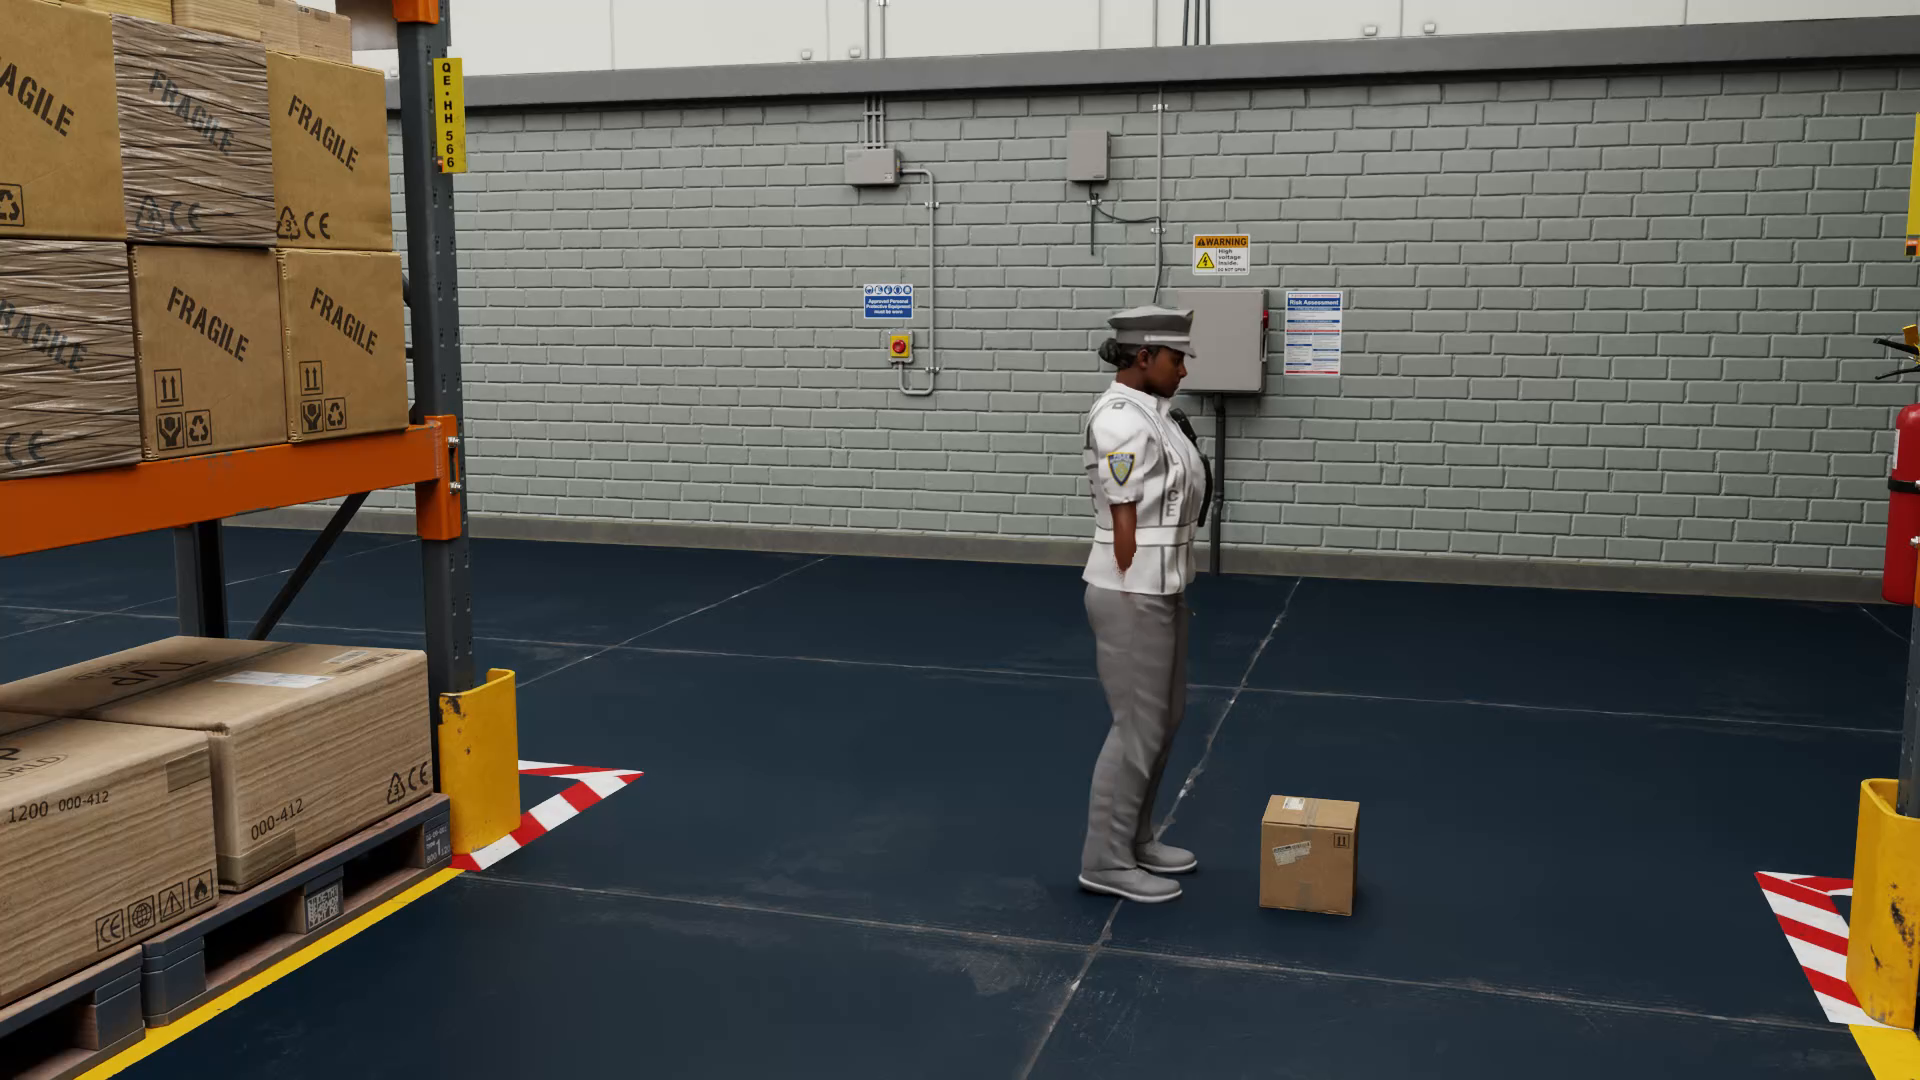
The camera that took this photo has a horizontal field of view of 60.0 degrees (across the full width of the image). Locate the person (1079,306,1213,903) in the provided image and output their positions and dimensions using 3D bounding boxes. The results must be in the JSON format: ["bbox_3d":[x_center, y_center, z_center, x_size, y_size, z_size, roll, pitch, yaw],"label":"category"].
[{"bbox_3d":[0.526,0.170,4.741,0.340,1.661,0.438,3,9,17],"label":"person"}]
